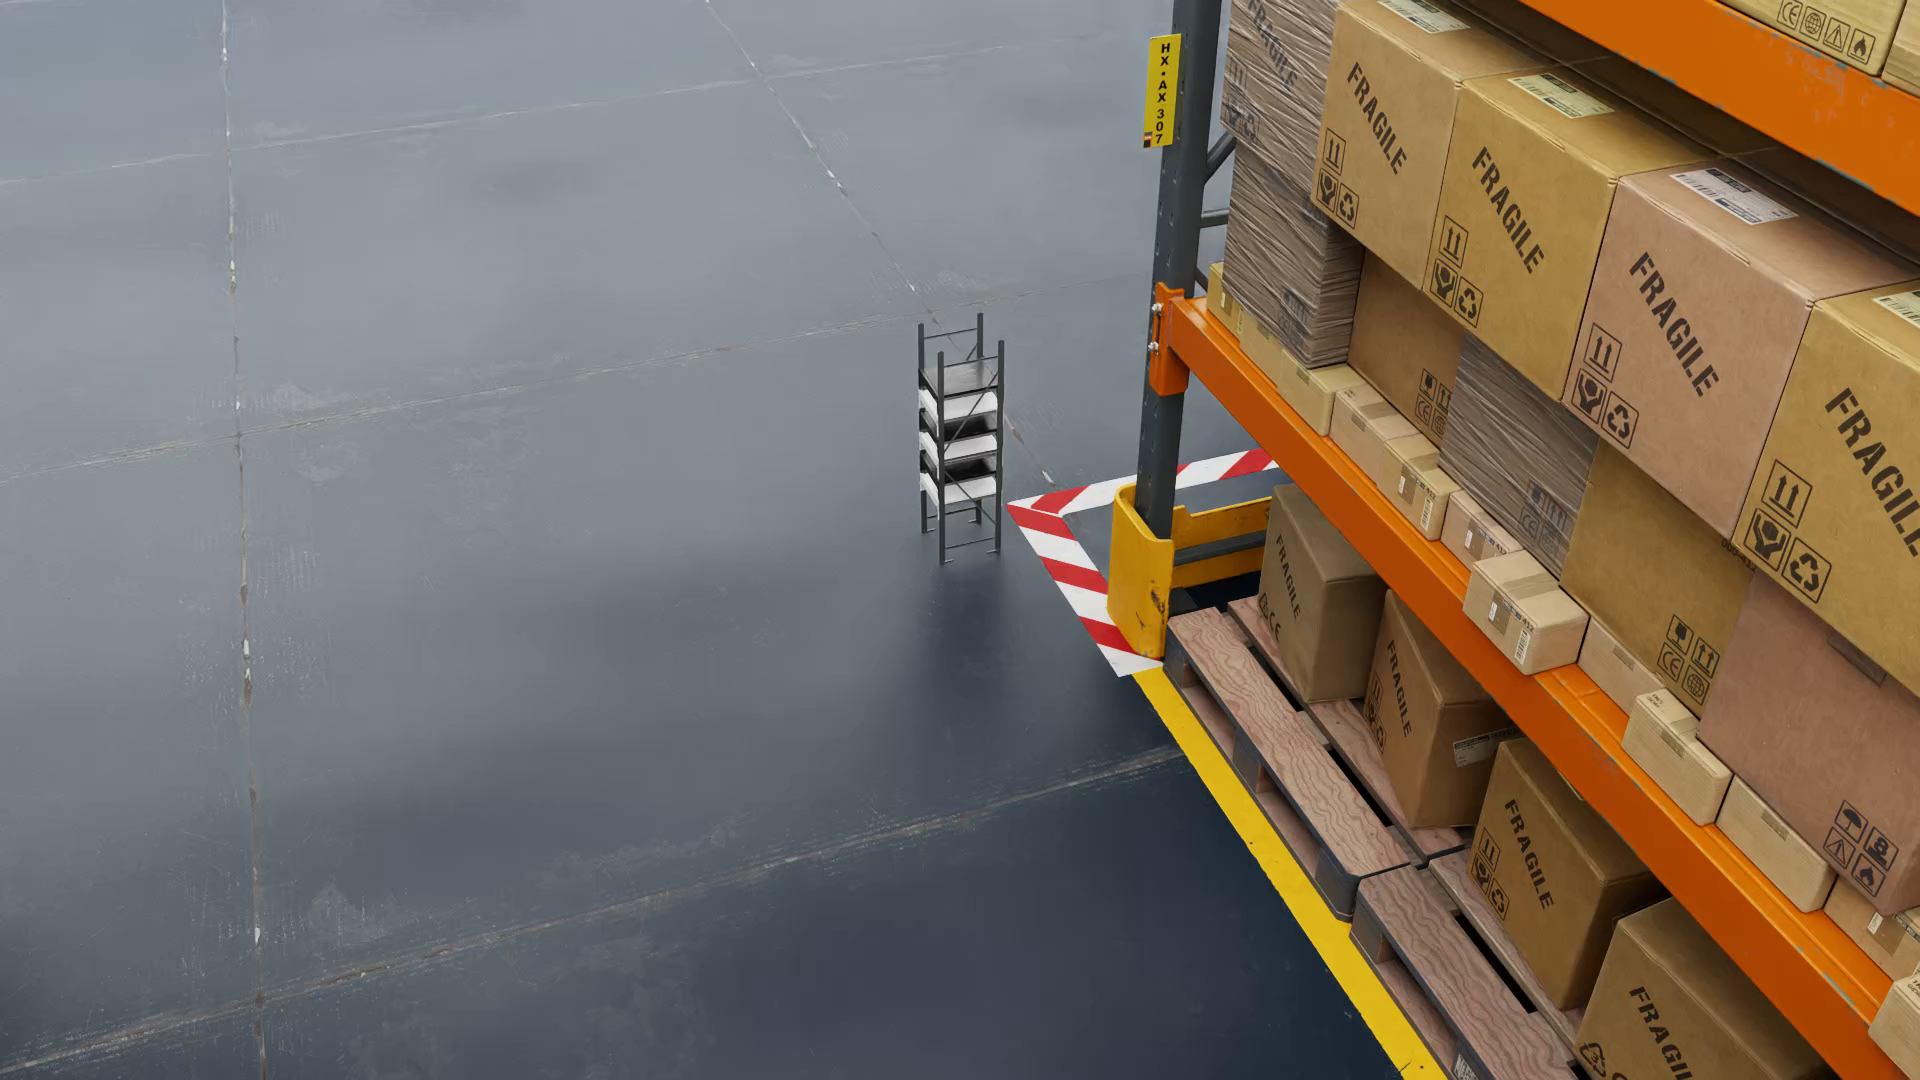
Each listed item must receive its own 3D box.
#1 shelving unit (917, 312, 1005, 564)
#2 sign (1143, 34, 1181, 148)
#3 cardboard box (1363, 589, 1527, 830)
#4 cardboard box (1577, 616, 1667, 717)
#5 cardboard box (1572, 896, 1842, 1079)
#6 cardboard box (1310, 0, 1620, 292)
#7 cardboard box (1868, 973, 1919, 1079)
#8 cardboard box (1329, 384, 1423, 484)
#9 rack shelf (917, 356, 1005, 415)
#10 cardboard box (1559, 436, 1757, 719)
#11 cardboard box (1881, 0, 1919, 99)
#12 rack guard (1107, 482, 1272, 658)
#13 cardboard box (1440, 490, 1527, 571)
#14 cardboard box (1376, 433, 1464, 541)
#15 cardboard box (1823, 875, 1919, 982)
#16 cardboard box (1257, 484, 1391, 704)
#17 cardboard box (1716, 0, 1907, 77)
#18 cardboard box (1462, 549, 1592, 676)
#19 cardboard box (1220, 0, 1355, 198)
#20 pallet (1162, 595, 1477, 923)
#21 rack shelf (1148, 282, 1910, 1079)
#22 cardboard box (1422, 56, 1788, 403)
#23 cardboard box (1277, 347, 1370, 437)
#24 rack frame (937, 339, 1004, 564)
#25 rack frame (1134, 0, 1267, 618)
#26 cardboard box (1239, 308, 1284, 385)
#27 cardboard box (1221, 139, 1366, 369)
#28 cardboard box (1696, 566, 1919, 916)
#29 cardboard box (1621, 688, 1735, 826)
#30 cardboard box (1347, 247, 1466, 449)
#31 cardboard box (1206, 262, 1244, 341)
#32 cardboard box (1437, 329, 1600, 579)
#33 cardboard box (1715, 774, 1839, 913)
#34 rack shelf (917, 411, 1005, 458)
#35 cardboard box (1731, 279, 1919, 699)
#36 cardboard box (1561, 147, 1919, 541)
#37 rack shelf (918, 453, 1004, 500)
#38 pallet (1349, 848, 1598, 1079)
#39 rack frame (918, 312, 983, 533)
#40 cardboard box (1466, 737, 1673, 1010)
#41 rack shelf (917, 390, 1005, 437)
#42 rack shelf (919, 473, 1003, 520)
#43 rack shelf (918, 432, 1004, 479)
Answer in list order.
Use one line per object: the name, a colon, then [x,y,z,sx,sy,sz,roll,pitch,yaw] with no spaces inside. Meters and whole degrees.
shelving unit: [0.003,-0.355,5.973,0.258,0.900,0.210,-12,39,-16]
sign: [0.576,-1.274,4.729,0.100,0.325,0.005,-12,39,-16]
cardboard box: [1.523,0.477,4.853,0.500,0.500,0.500,-3,37,-4]
cardboard box: [1.596,0.251,3.632,0.380,0.149,0.250,-12,39,-16]
cardboard box: [1.871,1.159,3.947,0.500,0.500,0.500,-16,40,-20]
cardboard box: [1.185,-0.948,3.854,0.500,0.500,0.500,-12,39,-16]
cardboard box: [1.815,0.843,2.846,0.380,0.149,0.250,-12,39,-16]
cardboard box: [1.205,-0.304,4.369,0.380,0.149,0.250,-12,39,-16]
rack shelf: [0.003,-0.544,5.831,0.258,0.077,0.200,-12,39,-16]
cardboard box: [1.827,-0.049,3.492,0.875,0.500,0.500,-12,39,-16]
cardboard box: [1.710,-0.707,2.327,0.500,0.250,0.500,-13,39,-16]
rack guard: [1.112,0.000,5.834,1.175,0.500,0.348,-12,39,-16]
cardboard box: [1.396,-0.025,3.999,0.380,0.149,0.250,-12,39,-16]
cardboard box: [1.285,-0.161,4.179,0.380,0.149,0.250,-12,39,-16]
cardboard box: [1.853,0.675,3.070,0.380,0.149,0.250,-12,39,-16]
cardboard box: [1.285,0.146,5.292,0.500,0.500,0.500,-6,37,-7]
cardboard box: [1.543,-0.990,2.702,0.500,0.250,0.500,-11,38,-15]
cardboard box: [1.385,0.137,3.783,0.380,0.149,0.250,-12,39,-16]
cardboard box: [1.019,-1.232,4.231,0.500,0.500,0.500,-12,39,-16]
pallet: [1.358,0.582,5.302,1.003,0.211,1.213,-12,39,-16]
rack shelf: [1.774,0.376,3.855,1.077,0.370,4.000,-12,39,-16]
cardboard box: [1.358,-0.666,3.479,0.500,0.500,0.500,-12,39,-16]
cardboard box: [1.100,-0.441,4.551,0.380,0.149,0.250,-12,39,-16]
rack frame: [0.038,-0.297,5.897,0.240,0.900,0.006,-12,39,-16]
rack frame: [1.086,-1.041,5.139,1.000,3.000,0.127,-12,39,-16]
cardboard box: [1.028,-0.585,4.742,0.380,0.149,0.250,-12,39,-16]
cardboard box: [1.249,-0.883,4.599,0.875,0.500,0.500,-12,39,-16]
cardboard box: [1.960,0.242,3.106,0.875,0.500,0.500,-12,39,-16]
cardboard box: [1.610,0.408,3.424,0.380,0.149,0.250,-12,39,-16]
cardboard box: [1.534,-0.626,4.257,0.875,0.500,0.500,-12,39,-16]
cardboard box: [0.960,-0.730,4.935,0.380,0.149,0.250,-12,39,-16]
cardboard box: [1.665,-0.334,3.870,0.875,0.500,0.500,-12,39,-16]
cardboard box: [1.729,0.542,3.246,0.380,0.149,0.250,-12,39,-16]
rack shelf: [0.003,-0.400,5.939,0.258,0.077,0.200,-12,39,-16]
cardboard box: [1.705,-0.101,2.730,0.500,0.500,0.500,-12,39,-16]
cardboard box: [1.536,-0.385,3.106,0.500,0.500,0.500,-12,39,-16]
rack shelf: [0.003,-0.256,6.047,0.258,0.077,0.200,-12,39,-16]
pallet: [1.774,1.270,4.388,1.003,0.211,1.213,-12,39,-16]
rack frame: [-0.032,-0.412,6.049,0.240,0.900,0.006,-12,39,-16]
cardboard box: [1.720,0.834,4.378,0.500,0.500,0.500,-9,38,-12]
rack shelf: [0.003,-0.472,5.885,0.258,0.077,0.200,-12,39,-16]
rack shelf: [0.003,-0.184,6.102,0.258,0.077,0.200,-12,39,-16]
rack shelf: [0.003,-0.328,5.993,0.258,0.077,0.200,-12,39,-16]
